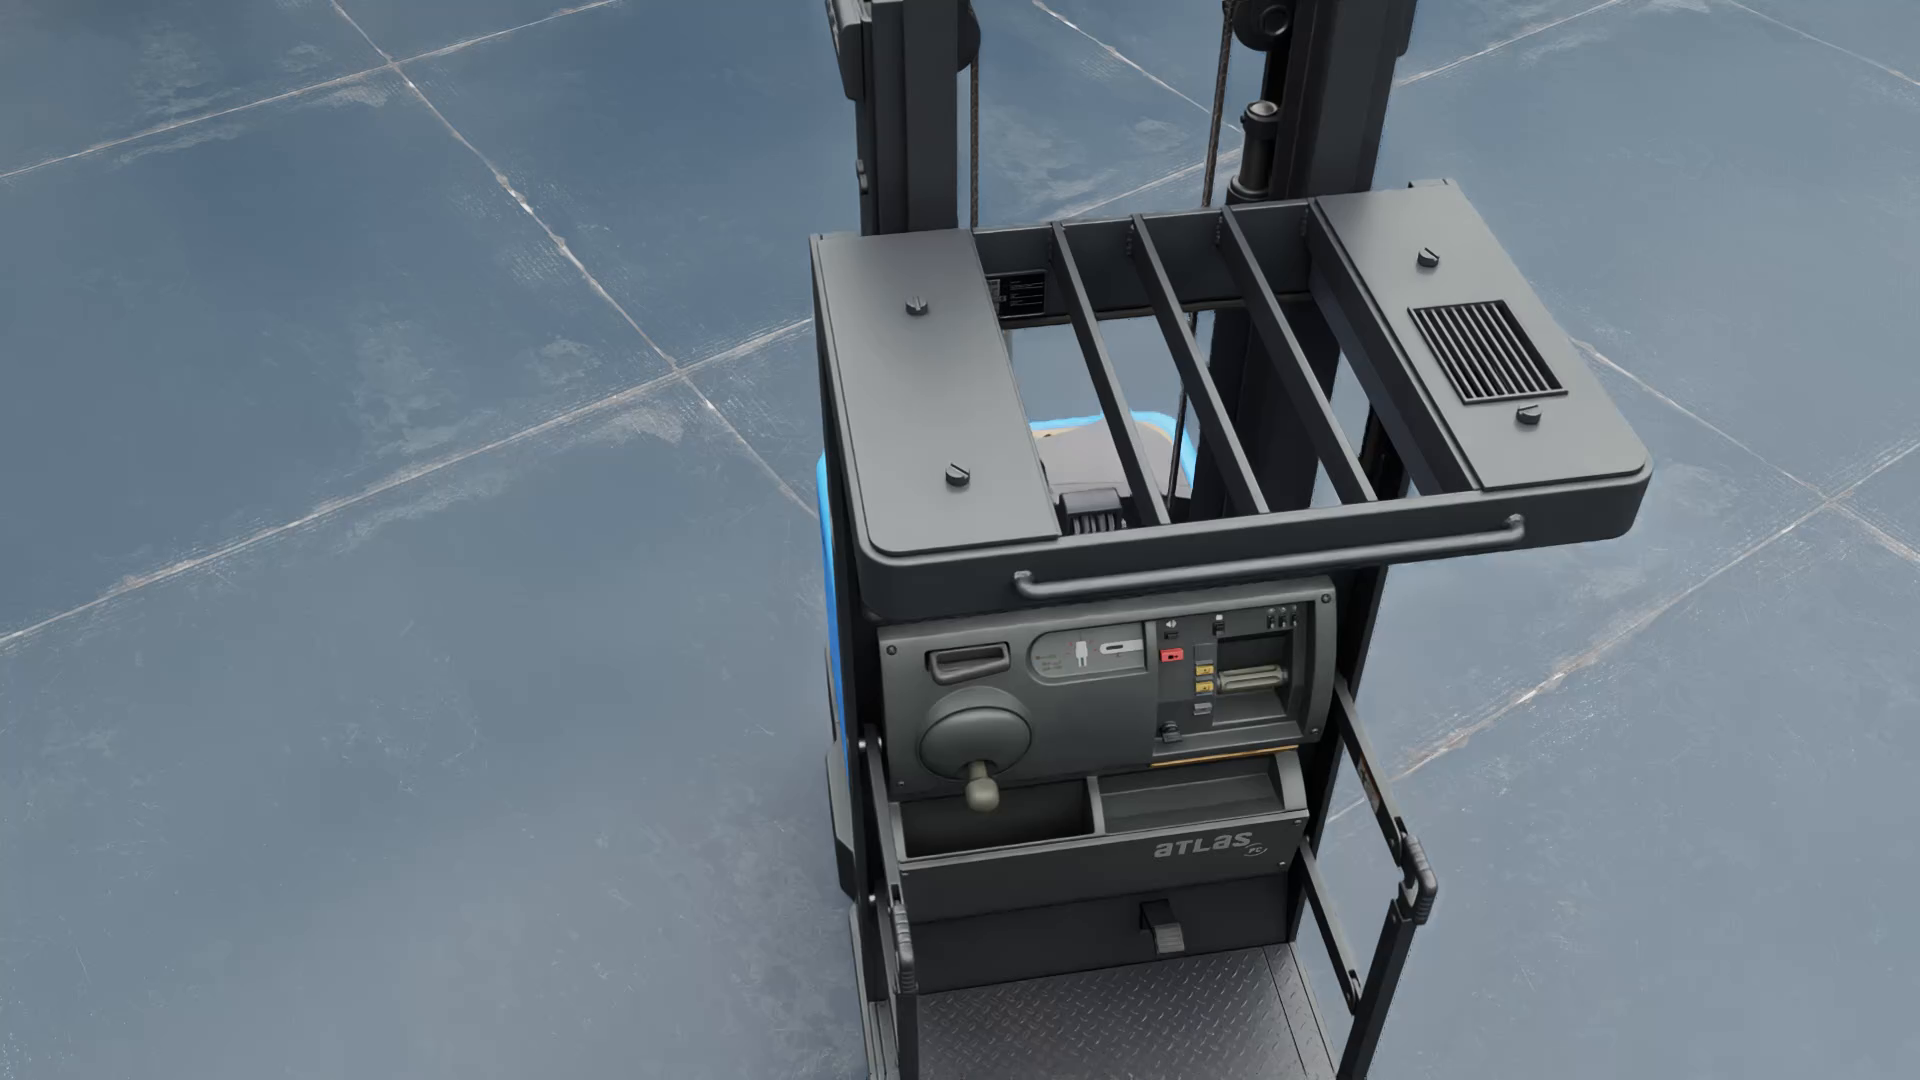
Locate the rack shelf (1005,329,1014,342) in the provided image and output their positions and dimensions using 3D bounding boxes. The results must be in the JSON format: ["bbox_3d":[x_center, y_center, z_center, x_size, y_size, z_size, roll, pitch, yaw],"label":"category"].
[{"bbox_3d":[0.008,-0.654,5.109,0.258,0.103,0.180,-26,49,-24],"label":"rack shelf"}]

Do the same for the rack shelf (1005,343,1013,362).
[{"bbox_3d":[0.008,-0.567,5.192,0.258,0.103,0.180,-26,49,-24],"label":"rack shelf"}]

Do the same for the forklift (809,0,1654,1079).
[{"bbox_3d":[0.341,0.404,3.205,1.130,2.935,3.031,-6,44,-7],"label":"forklift"}]

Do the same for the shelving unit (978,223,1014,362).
[{"bbox_3d":[0.008,-0.426,5.327,0.258,1.200,0.189,-26,49,-24],"label":"shelving unit"}]

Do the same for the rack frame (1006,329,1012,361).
[{"bbox_3d":[0.061,-0.374,5.273,0.240,1.200,0.006,-26,49,-24],"label":"rack frame"}]
